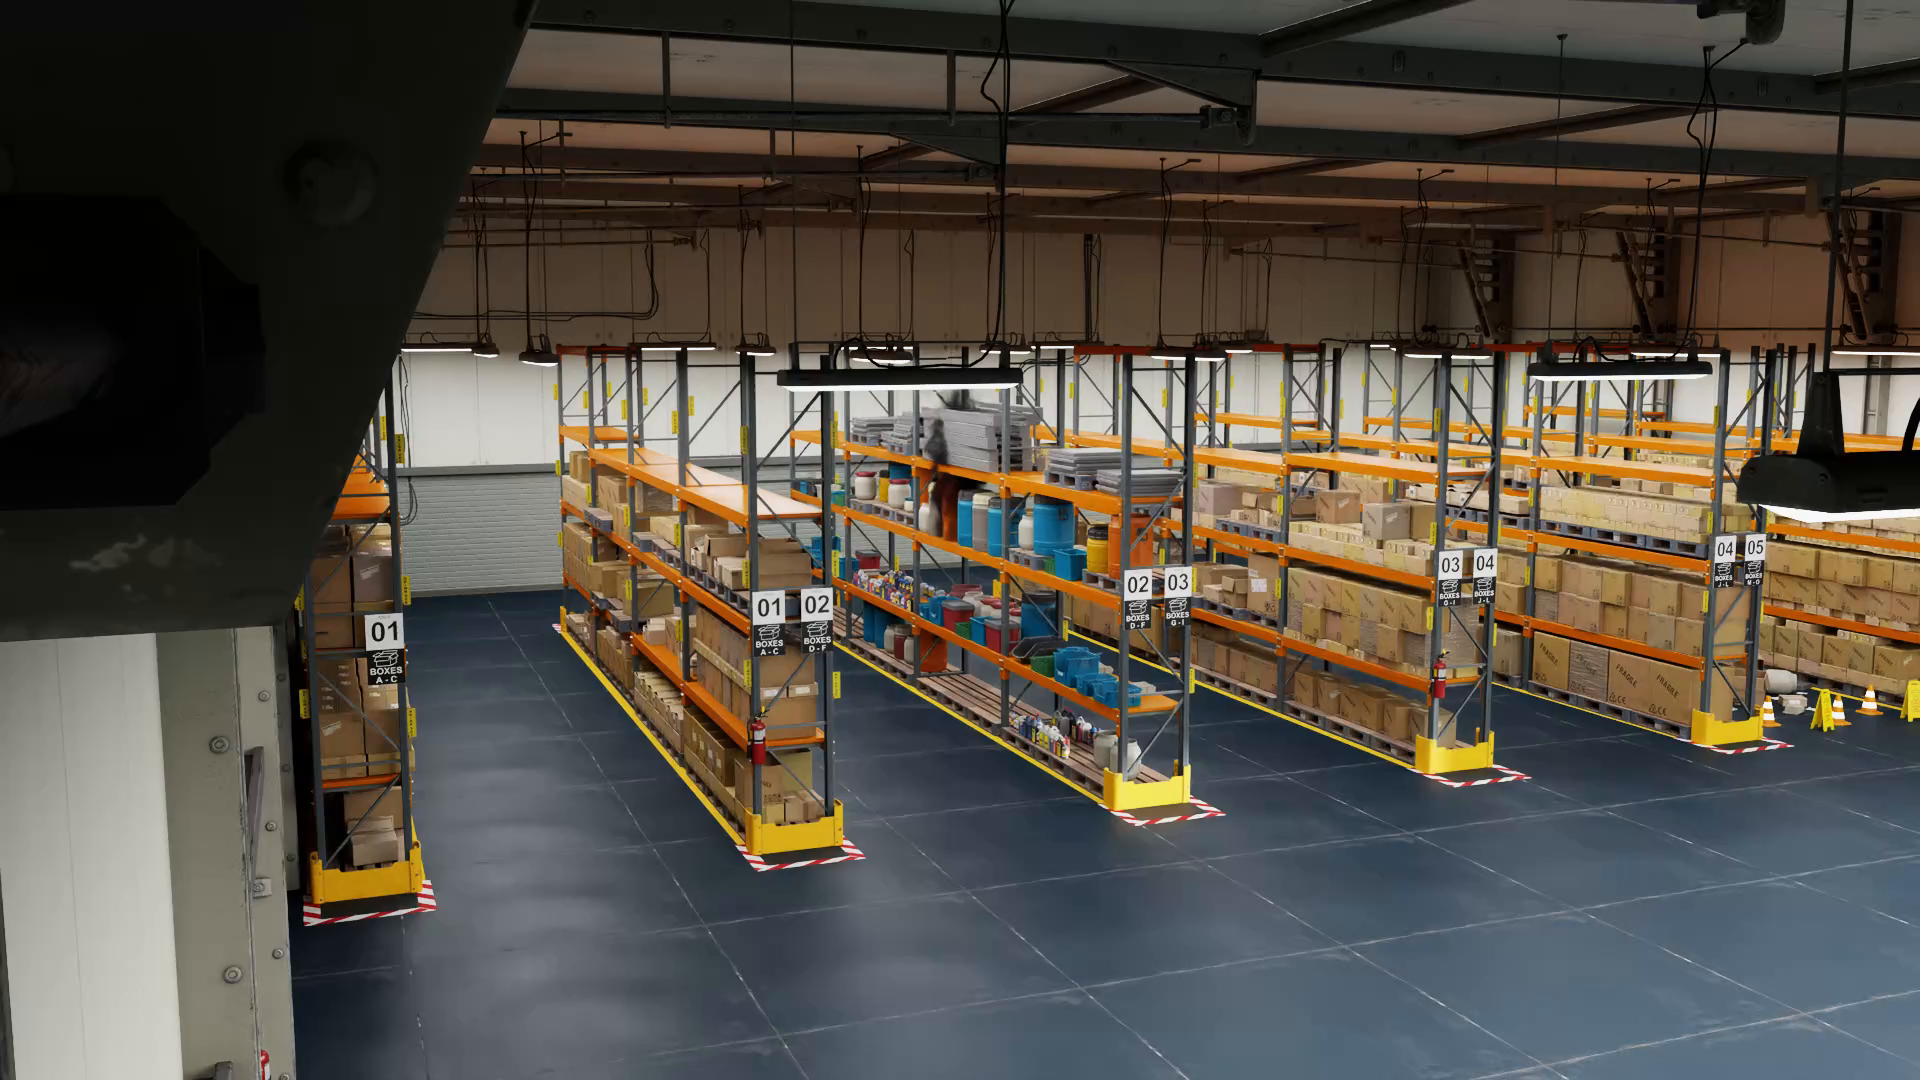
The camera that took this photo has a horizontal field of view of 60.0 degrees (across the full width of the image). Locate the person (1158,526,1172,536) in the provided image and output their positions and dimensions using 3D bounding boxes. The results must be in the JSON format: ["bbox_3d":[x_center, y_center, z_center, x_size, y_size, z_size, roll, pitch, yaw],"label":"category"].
[{"bbox_3d":[4.754,0.468,39.115,0.680,1.794,0.990,-2,7,-14],"label":"person"}]

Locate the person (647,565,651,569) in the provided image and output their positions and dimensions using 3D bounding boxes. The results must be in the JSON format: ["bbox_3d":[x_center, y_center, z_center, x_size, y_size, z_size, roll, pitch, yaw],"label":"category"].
[{"bbox_3d":[-6.876,0.967,36.202,0.764,1.706,0.588,6,10,41],"label":"person"}]

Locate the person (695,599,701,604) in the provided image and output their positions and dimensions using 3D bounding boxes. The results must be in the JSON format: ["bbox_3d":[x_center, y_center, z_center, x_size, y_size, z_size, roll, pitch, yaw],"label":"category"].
[{"bbox_3d":[-5.188,1.232,33.729,0.595,1.665,0.537,-4,8,-31],"label":"person"}]
